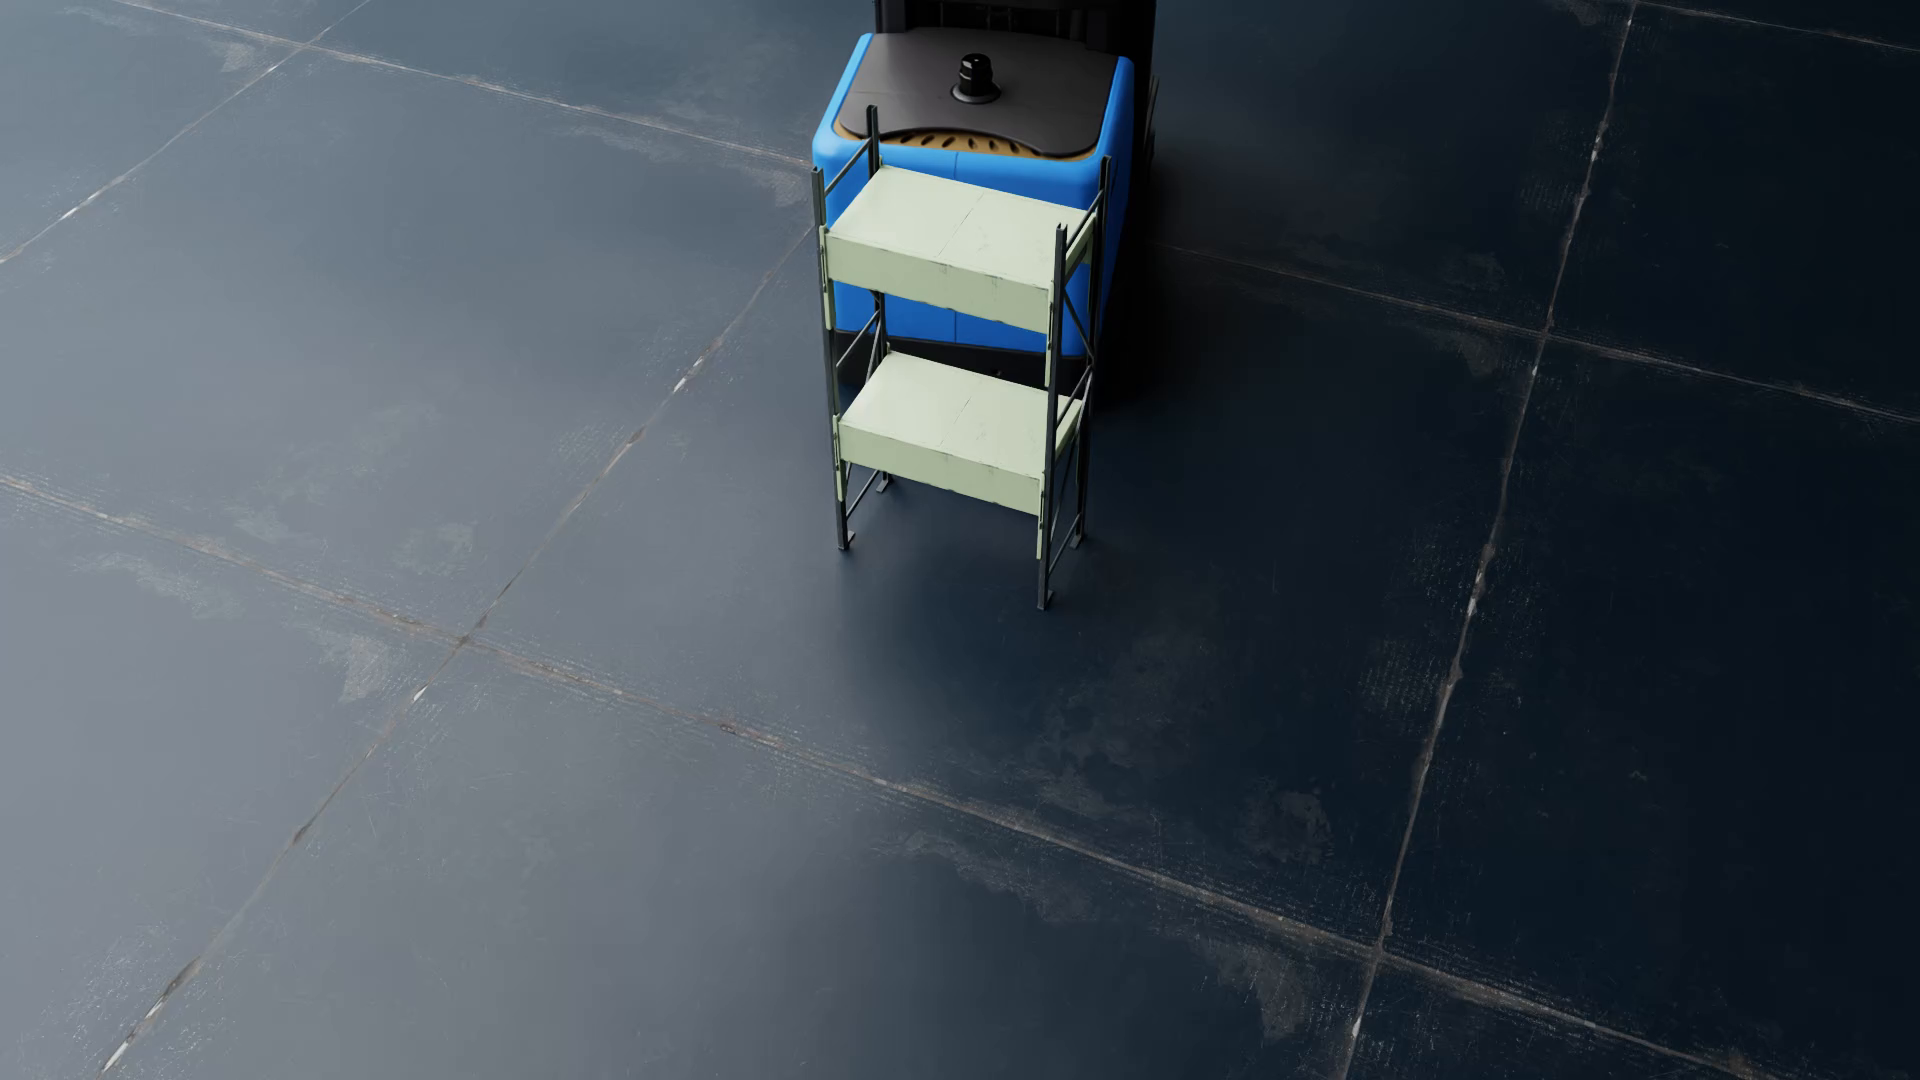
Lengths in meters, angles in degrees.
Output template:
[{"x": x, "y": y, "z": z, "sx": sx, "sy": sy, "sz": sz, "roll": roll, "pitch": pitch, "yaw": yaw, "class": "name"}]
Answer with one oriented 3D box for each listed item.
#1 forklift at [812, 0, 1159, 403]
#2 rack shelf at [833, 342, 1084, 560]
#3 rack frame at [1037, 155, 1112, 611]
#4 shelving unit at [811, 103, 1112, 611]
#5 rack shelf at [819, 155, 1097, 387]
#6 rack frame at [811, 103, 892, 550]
[{"x": 0.256, "y": -2.573, "z": 6.258, "sx": 1.130, "sy": 2.935, "sz": 3.031, "roll": 7, "pitch": 45, "yaw": 7, "class": "forklift"}, {"x": 0.006, "y": -0.299, "z": 5.449, "sx": 0.720, "sy": 0.370, "sz": 0.431, "roll": 16, "pitch": 47, "yaw": 16, "class": "rack shelf"}, {"x": 0.344, "y": -0.430, "z": 5.119, "sx": 0.023, "sy": 1.500, "sz": 0.400, "roll": 16, "pitch": 47, "yaw": 16, "class": "rack frame"}, {"x": 0.006, "y": -0.530, "z": 5.219, "sx": 0.755, "sy": 1.500, "sz": 0.431, "roll": 16, "pitch": 47, "yaw": 16, "class": "shelving unit"}, {"x": 0.006, "y": -0.807, "z": 4.944, "sx": 0.720, "sy": 0.370, "sz": 0.431, "roll": 16, "pitch": 47, "yaw": 16, "class": "rack shelf"}, {"x": -0.332, "y": -0.629, "z": 5.319, "sx": 0.023, "sy": 1.500, "sz": 0.400, "roll": 16, "pitch": 47, "yaw": 16, "class": "rack frame"}]
